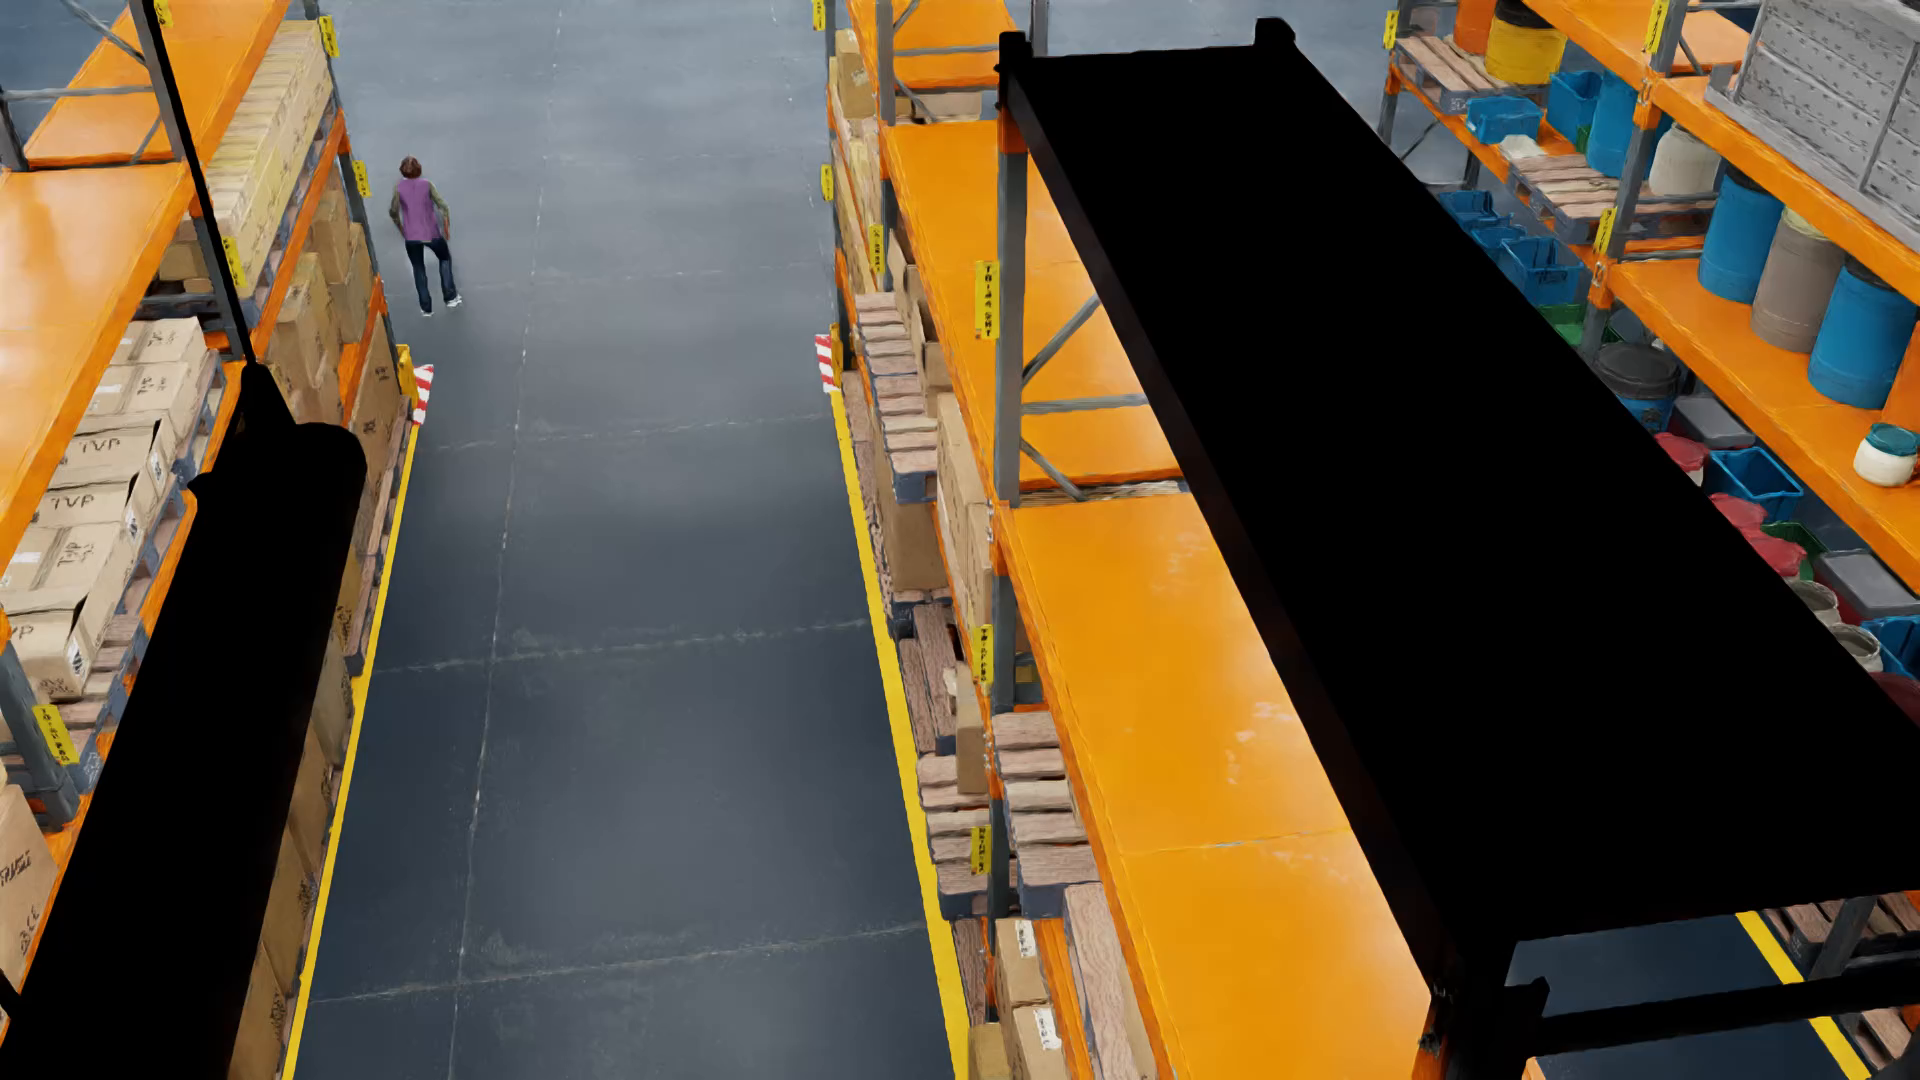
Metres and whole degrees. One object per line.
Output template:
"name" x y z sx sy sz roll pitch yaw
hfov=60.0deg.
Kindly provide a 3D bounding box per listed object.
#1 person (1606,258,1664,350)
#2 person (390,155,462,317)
"person" 6.240 -2.380 15.331 0.505 1.580 1.054 -11 38 -15
"person" -5.216 -2.958 16.204 0.566 1.526 0.519 -7 37 -9
